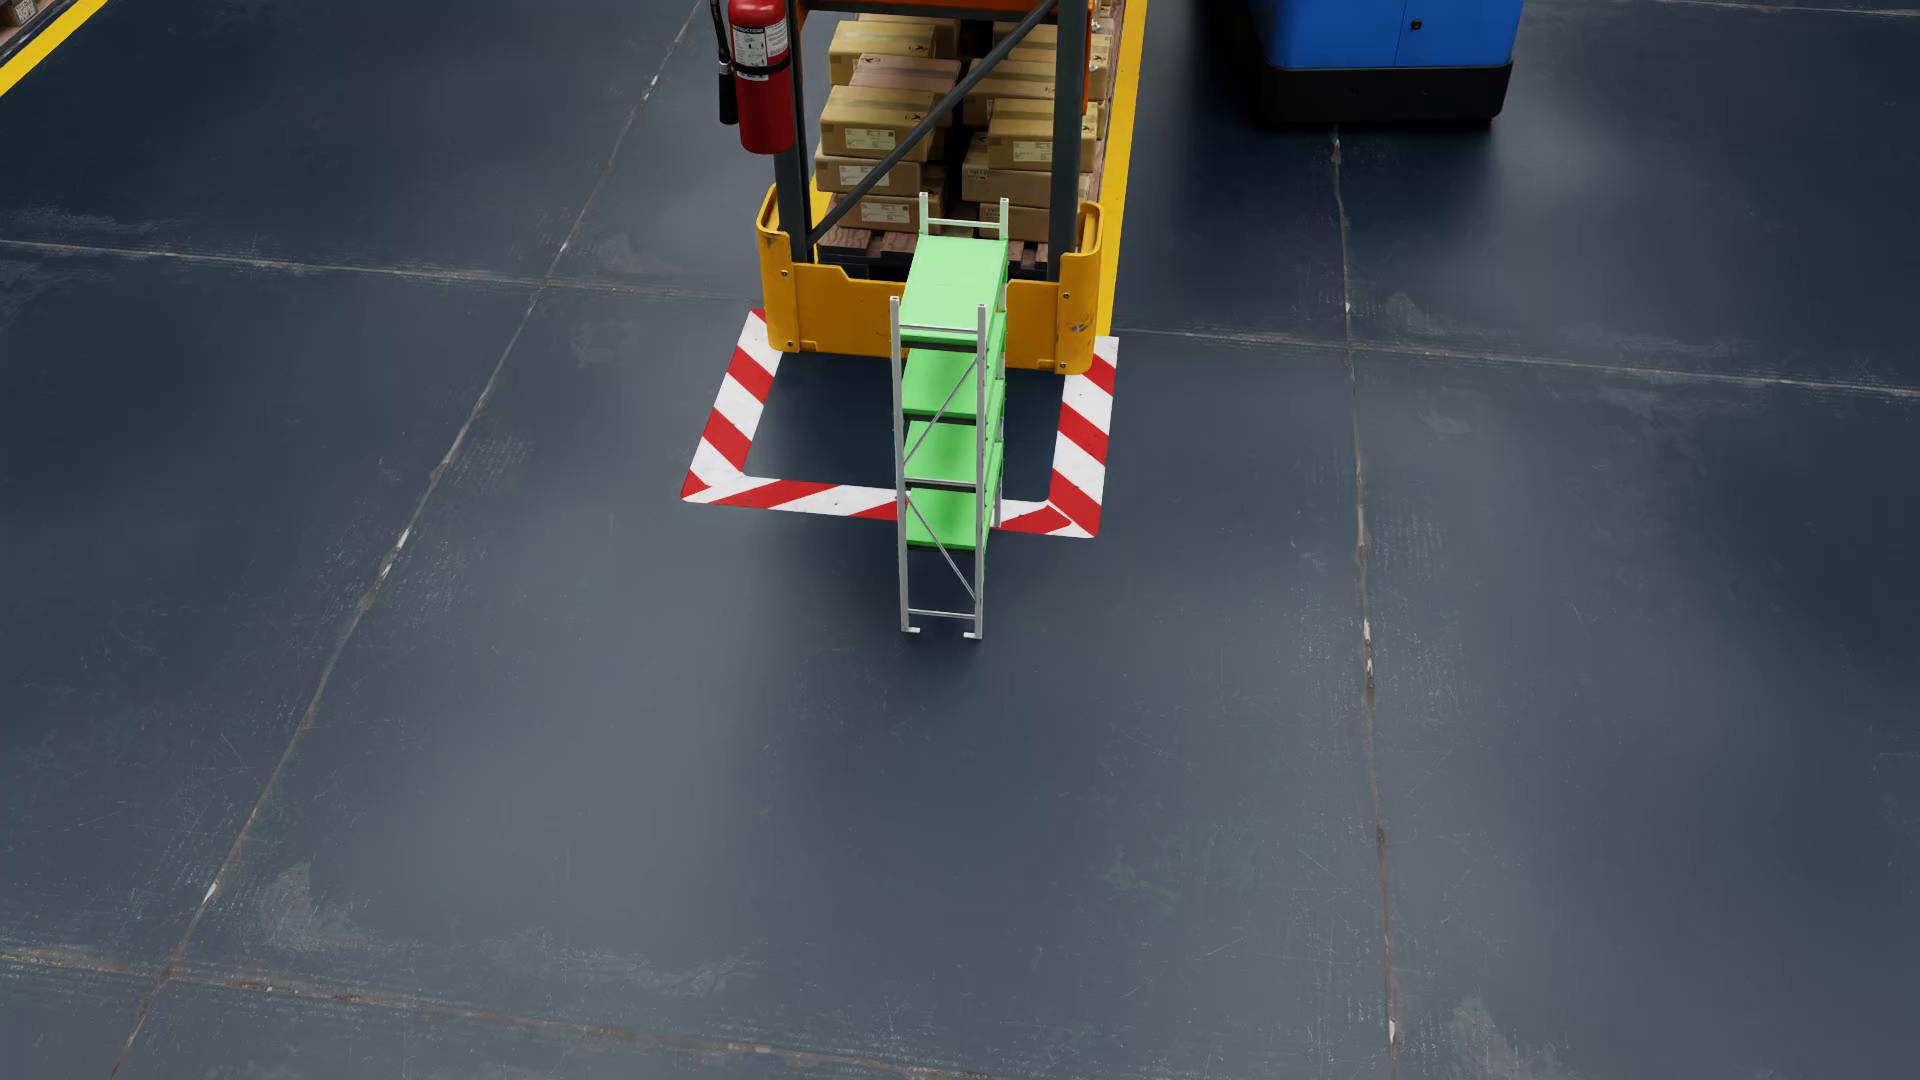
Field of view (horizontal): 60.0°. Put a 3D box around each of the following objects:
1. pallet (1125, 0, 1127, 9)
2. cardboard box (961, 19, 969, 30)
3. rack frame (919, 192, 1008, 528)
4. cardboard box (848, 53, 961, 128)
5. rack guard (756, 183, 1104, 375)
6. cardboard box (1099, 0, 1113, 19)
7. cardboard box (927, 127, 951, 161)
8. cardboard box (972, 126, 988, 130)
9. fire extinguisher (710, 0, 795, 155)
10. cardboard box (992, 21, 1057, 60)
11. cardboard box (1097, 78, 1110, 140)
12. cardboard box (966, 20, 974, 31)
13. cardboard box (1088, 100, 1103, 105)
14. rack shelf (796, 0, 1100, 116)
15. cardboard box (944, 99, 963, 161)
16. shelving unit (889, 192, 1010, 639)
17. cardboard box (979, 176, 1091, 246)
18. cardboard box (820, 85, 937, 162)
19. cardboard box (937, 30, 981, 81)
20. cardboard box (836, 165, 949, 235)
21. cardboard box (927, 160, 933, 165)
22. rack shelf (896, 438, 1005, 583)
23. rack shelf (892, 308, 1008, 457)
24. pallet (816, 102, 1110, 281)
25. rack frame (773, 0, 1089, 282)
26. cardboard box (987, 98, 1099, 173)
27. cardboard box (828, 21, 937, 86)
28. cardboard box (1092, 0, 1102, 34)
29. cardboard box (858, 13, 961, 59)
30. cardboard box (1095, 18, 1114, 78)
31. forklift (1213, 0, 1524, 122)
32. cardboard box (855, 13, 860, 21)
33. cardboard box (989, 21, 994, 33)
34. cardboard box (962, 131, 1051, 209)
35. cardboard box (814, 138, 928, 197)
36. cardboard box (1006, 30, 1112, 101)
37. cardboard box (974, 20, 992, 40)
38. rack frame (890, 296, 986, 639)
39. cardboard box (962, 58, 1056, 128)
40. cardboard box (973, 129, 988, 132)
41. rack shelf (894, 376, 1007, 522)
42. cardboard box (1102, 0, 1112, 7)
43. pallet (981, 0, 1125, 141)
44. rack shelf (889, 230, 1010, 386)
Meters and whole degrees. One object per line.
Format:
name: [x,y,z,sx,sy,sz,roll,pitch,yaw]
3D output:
pallet: [0.366,-3.036,8.302,1.003,0.211,1.213,5,44,6]
cardboard box: [-0.148,-2.275,7.023,0.380,0.149,0.250,7,44,8]
rack frame: [0.010,-0.489,4.894,0.240,1.200,0.015,5,44,6]
cardboard box: [-0.201,-1.666,6.163,0.380,0.149,0.250,6,44,6]
rack guard: [-0.099,-0.927,5.865,1.175,0.500,0.348,5,44,6]
cardboard box: [0.468,-2.284,7.248,0.380,0.149,0.250,5,44,6]
cardboard box: [-0.235,-1.567,6.275,0.380,0.149,0.250,4,44,5]
cardboard box: [0.251,-1.698,6.414,0.380,0.149,0.250,6,44,6]
fire extinguisher: [-0.600,-1.490,4.969,0.296,0.674,0.183,5,44,6]
cardboard box: [0.325,-1.978,6.493,0.380,0.149,0.250,3,44,3]
cardboard box: [0.399,-1.748,6.683,0.380,0.149,0.250,6,44,6]
cardboard box: [-0.145,-2.168,7.126,0.380,0.149,0.250,6,44,6]
cardboard box: [0.393,-1.863,6.588,0.380,0.149,0.250,7,44,7]
rack shelf: [0.155,-2.885,6.638,1.077,0.370,4.000,5,44,6]
cardboard box: [-0.193,-1.635,6.563,0.380,0.149,0.250,5,44,5]
shelving unit: [-0.022,-0.323,4.718,0.258,1.200,0.503,5,44,6]
cardboard box: [0.277,-1.228,6.134,0.380,0.149,0.250,6,44,6]
cardboard box: [-0.291,-1.500,5.988,0.380,0.149,0.250,6,44,6]
cardboard box: [-0.118,-1.922,6.650,0.380,0.149,0.250,5,44,5]
cardboard box: [-0.247,-1.278,6.186,0.380,0.149,0.250,6,44,6]
cardboard box: [-0.313,-1.462,6.381,0.380,0.149,0.250,6,44,7]
rack shelf: [-0.022,-0.102,4.927,0.258,0.148,0.480,5,44,6]
rack shelf: [-0.022,-0.451,4.597,0.258,0.148,0.480,5,44,6]
pallet: [0.043,-1.373,6.546,1.003,0.211,1.213,5,44,6]
rack frame: [-0.109,-1.783,4.951,1.000,3.000,0.127,5,44,6]
cardboard box: [0.297,-1.442,5.927,0.380,0.149,0.250,3,44,4]
cardboard box: [-0.292,-1.854,6.362,0.380,0.149,0.250,4,44,5]
cardboard box: [0.371,-2.166,6.691,0.380,0.149,0.250,7,44,7]
cardboard box: [-0.195,-2.025,6.542,0.380,0.149,0.250,4,44,4]
cardboard box: [0.457,-2.093,7.046,0.380,0.149,0.250,3,44,3]
forklift: [1.735,-3.820,7.153,1.130,2.935,3.031,-1,43,-1]
cardboard box: [-0.215,-2.213,6.741,0.380,0.149,0.250,7,44,7]
cardboard box: [0.328,-2.241,6.987,0.380,0.149,0.250,7,44,8]
cardboard box: [0.214,-1.342,6.037,0.380,0.149,0.250,7,44,7]
cardboard box: [-0.323,-1.394,6.092,0.380,0.149,0.250,4,44,4]
cardboard box: [0.374,-1.801,6.306,0.380,0.149,0.250,5,44,5]
cardboard box: [-0.038,-2.333,7.301,0.380,0.149,0.250,6,44,7]
rack frame: [-0.054,-0.156,4.543,0.240,1.200,0.015,5,44,6]
cardboard box: [0.214,-1.641,6.137,0.380,0.149,0.250,6,44,6]
cardboard box: [0.257,-1.584,6.509,0.380,0.149,0.250,6,44,6]
rack shelf: [-0.022,-0.276,4.762,0.258,0.148,0.480,5,44,6]
cardboard box: [0.451,-2.341,6.876,0.380,0.149,0.250,6,44,6]
pallet: [0.207,-2.202,7.422,1.003,0.211,1.213,5,44,6]
rack shelf: [-0.022,-0.625,4.432,0.258,0.148,0.480,5,44,6]
